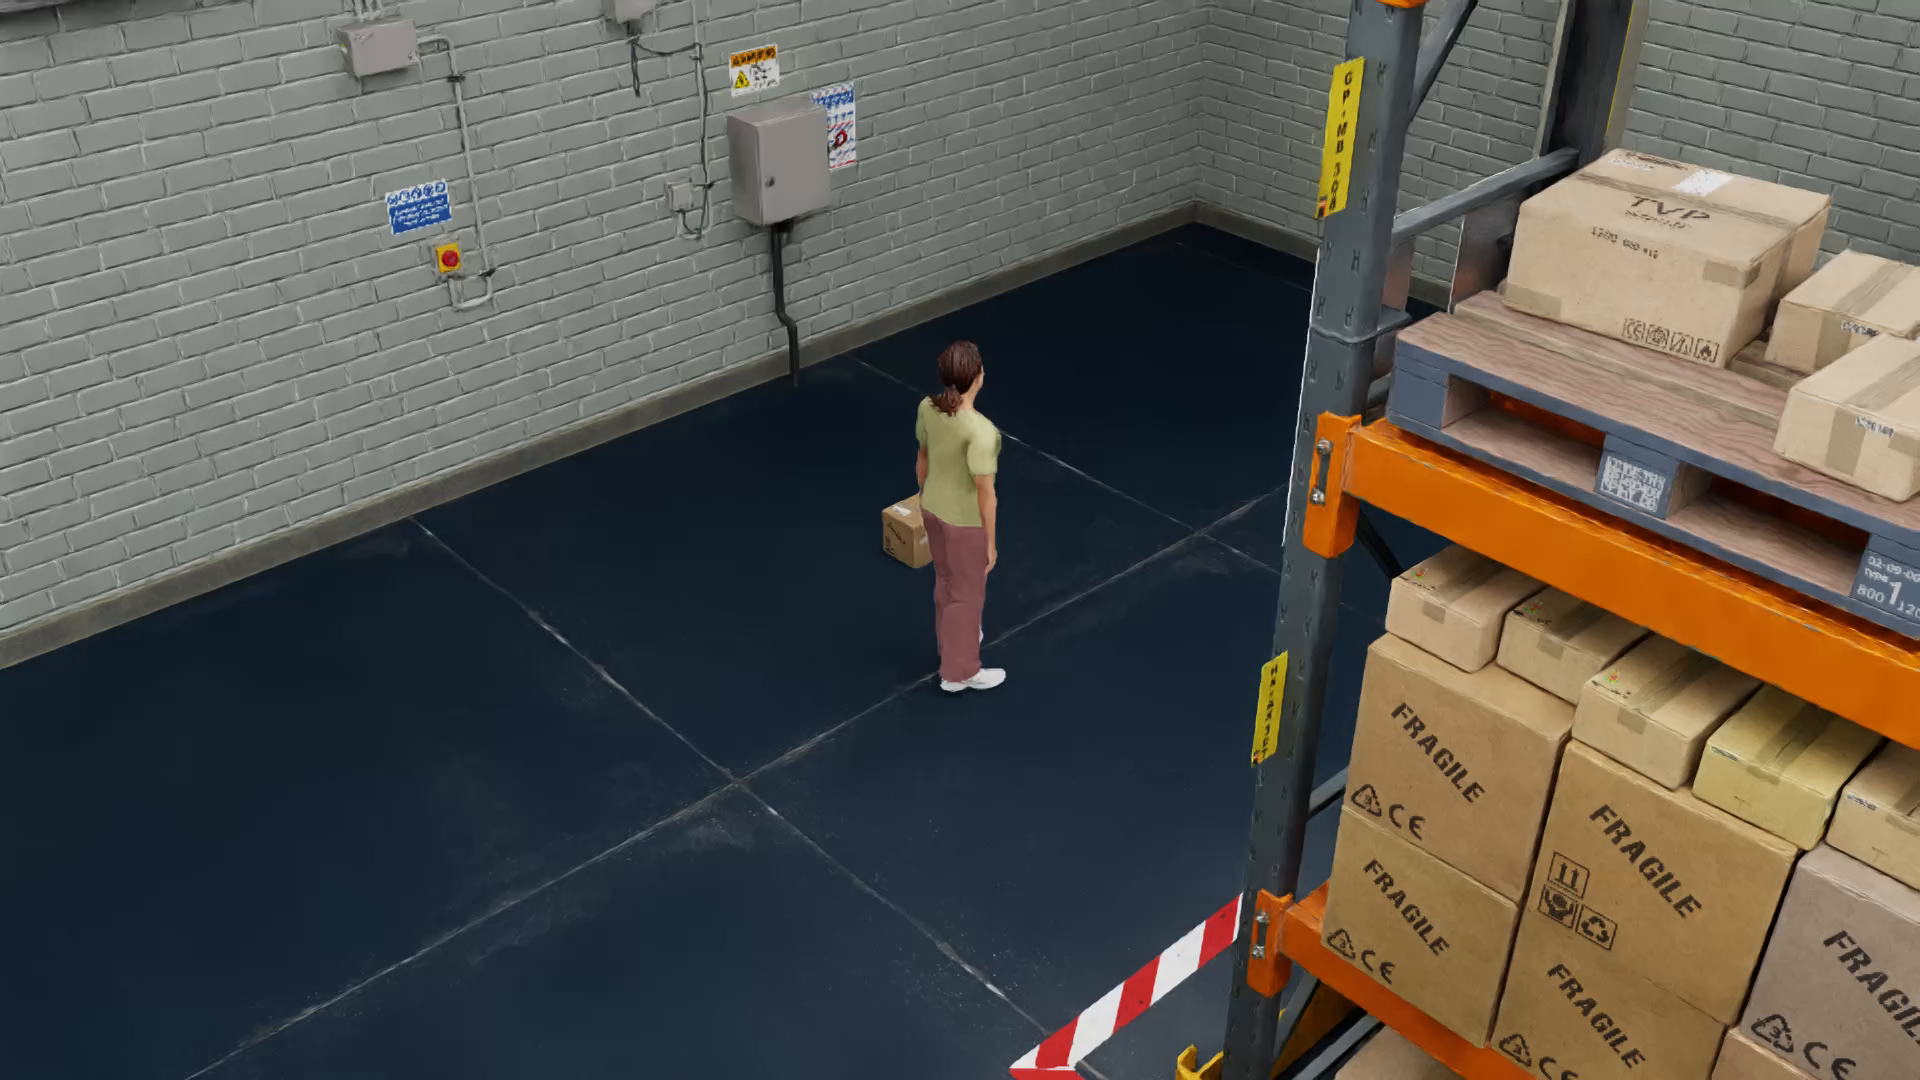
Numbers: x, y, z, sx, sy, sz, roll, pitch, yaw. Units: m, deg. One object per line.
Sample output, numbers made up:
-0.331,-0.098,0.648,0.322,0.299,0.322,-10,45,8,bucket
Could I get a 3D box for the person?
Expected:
0.045,0.000,7.341,0.423,1.421,0.537,-25,40,-35,person
